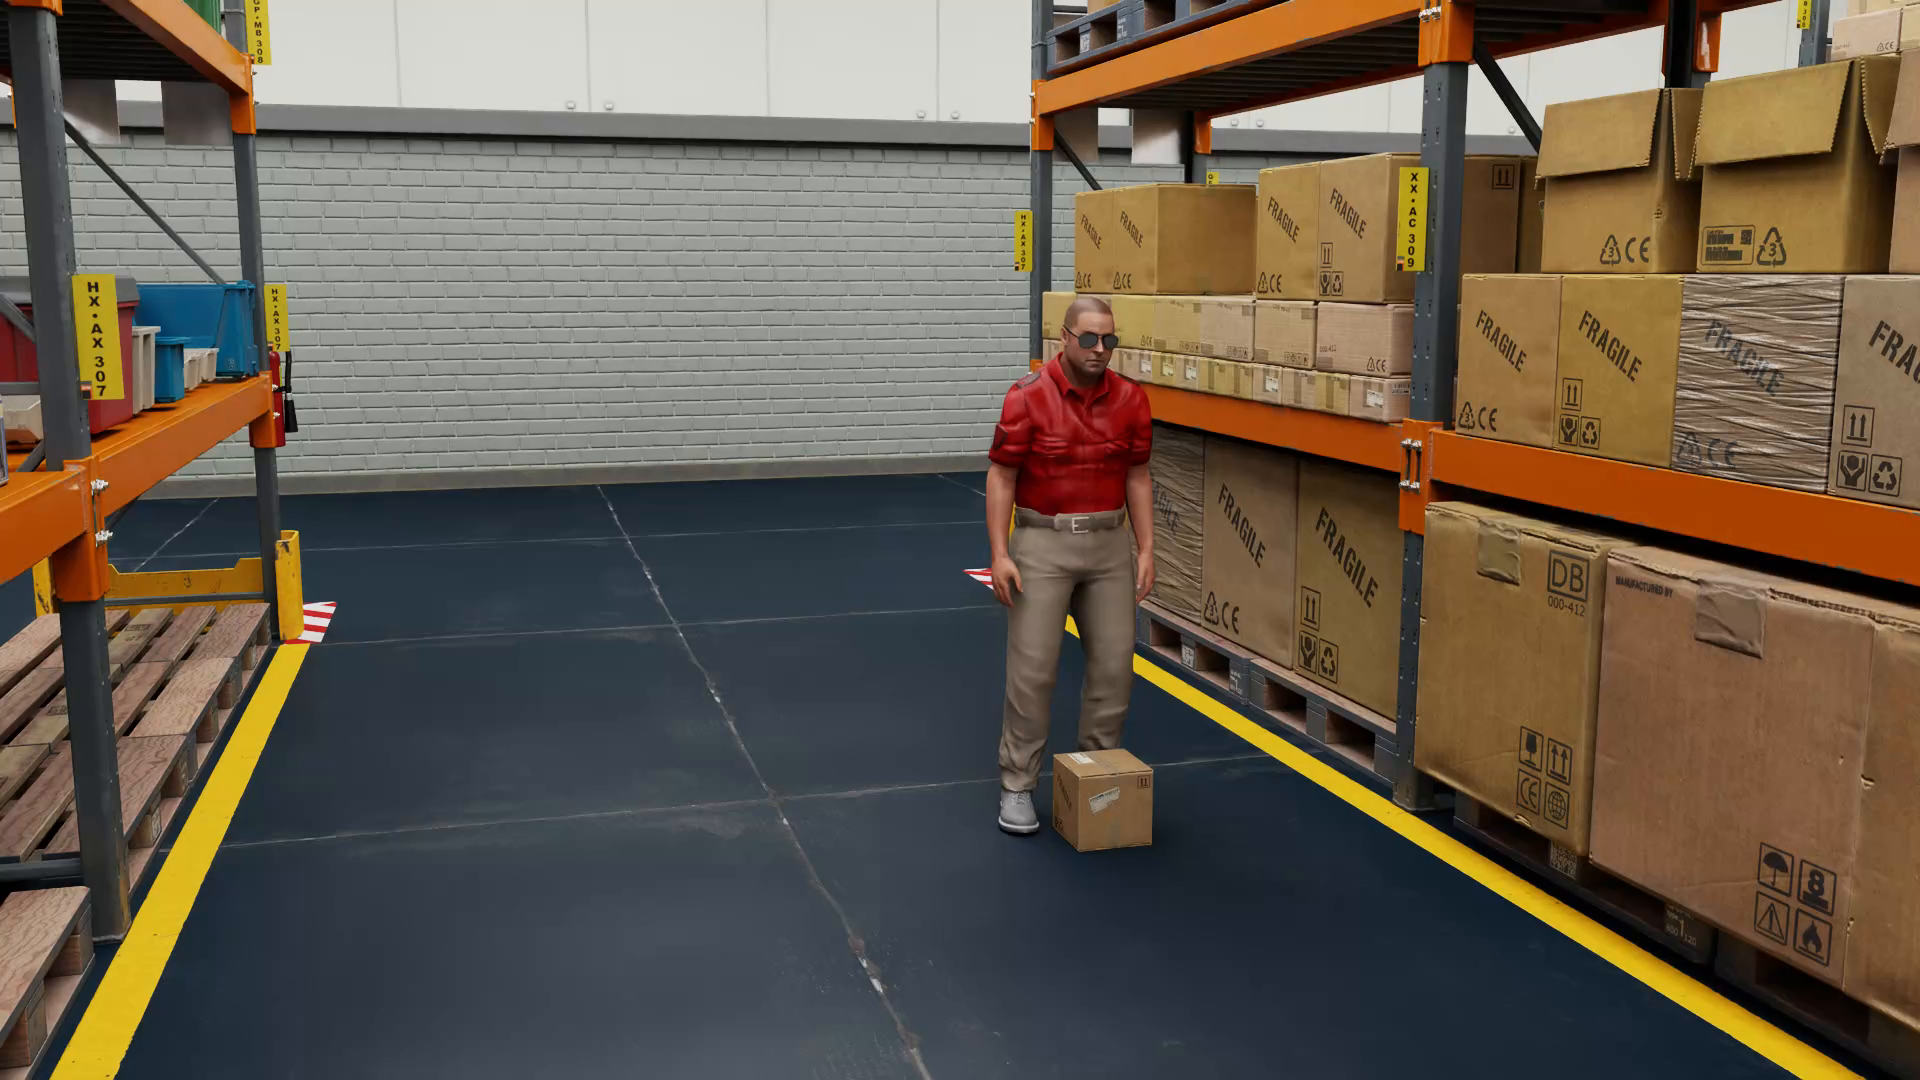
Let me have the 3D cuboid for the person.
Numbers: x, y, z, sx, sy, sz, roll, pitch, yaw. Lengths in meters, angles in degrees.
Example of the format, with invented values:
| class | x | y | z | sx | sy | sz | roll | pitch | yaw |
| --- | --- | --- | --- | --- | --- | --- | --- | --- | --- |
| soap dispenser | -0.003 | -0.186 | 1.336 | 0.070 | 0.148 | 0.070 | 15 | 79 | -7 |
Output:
| class | x | y | z | sx | sy | sz | roll | pitch | yaw |
| --- | --- | --- | --- | --- | --- | --- | --- | --- | --- |
| person | 0.375 | 0.069 | 5.490 | 0.585 | 1.726 | 0.396 | -3 | 10 | -16 |
